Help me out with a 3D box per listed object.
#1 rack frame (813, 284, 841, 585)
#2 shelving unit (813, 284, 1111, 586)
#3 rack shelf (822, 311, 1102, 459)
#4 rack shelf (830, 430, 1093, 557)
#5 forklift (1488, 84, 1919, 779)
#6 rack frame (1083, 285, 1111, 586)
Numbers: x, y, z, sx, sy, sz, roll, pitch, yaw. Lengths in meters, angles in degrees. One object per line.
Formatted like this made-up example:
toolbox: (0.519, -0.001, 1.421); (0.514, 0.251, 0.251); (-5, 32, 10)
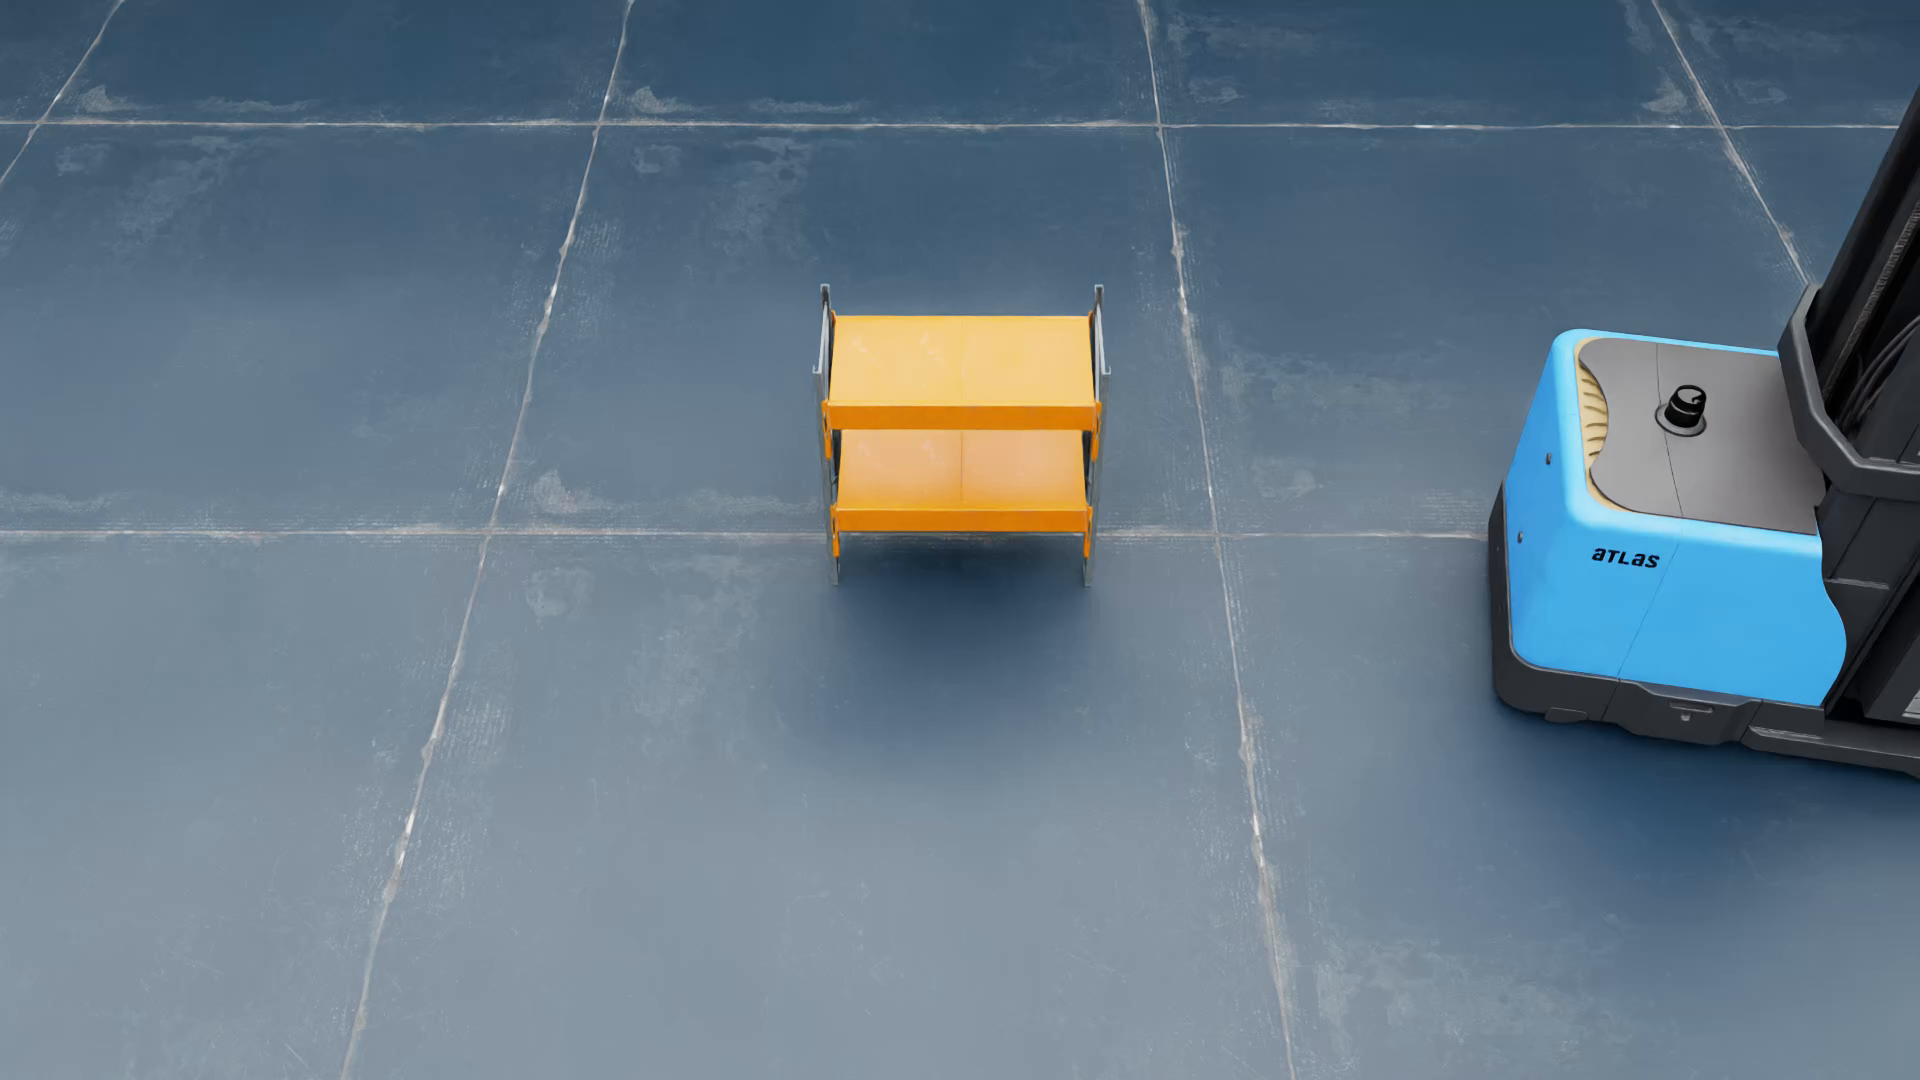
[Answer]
rack frame: (-0.502, -0.385, 6.420); (0.032, 1.125, 0.500); (0, 47, 0)
shelving unit: (0.007, -0.383, 6.419); (1.048, 1.125, 0.538); (0, 47, 0)
rack shelf: (0.007, -0.583, 6.205); (1.000, 0.278, 0.538); (0, 47, 0)
rack shelf: (0.007, -0.217, 6.598); (1.000, 0.278, 0.538); (0, 47, 0)
forklift: (3.567, -0.506, 5.299); (3.031, 2.935, 1.130); (8, 48, 7)
rack frame: (0.515, -0.382, 6.418); (0.032, 1.125, 0.500); (0, 47, 0)
